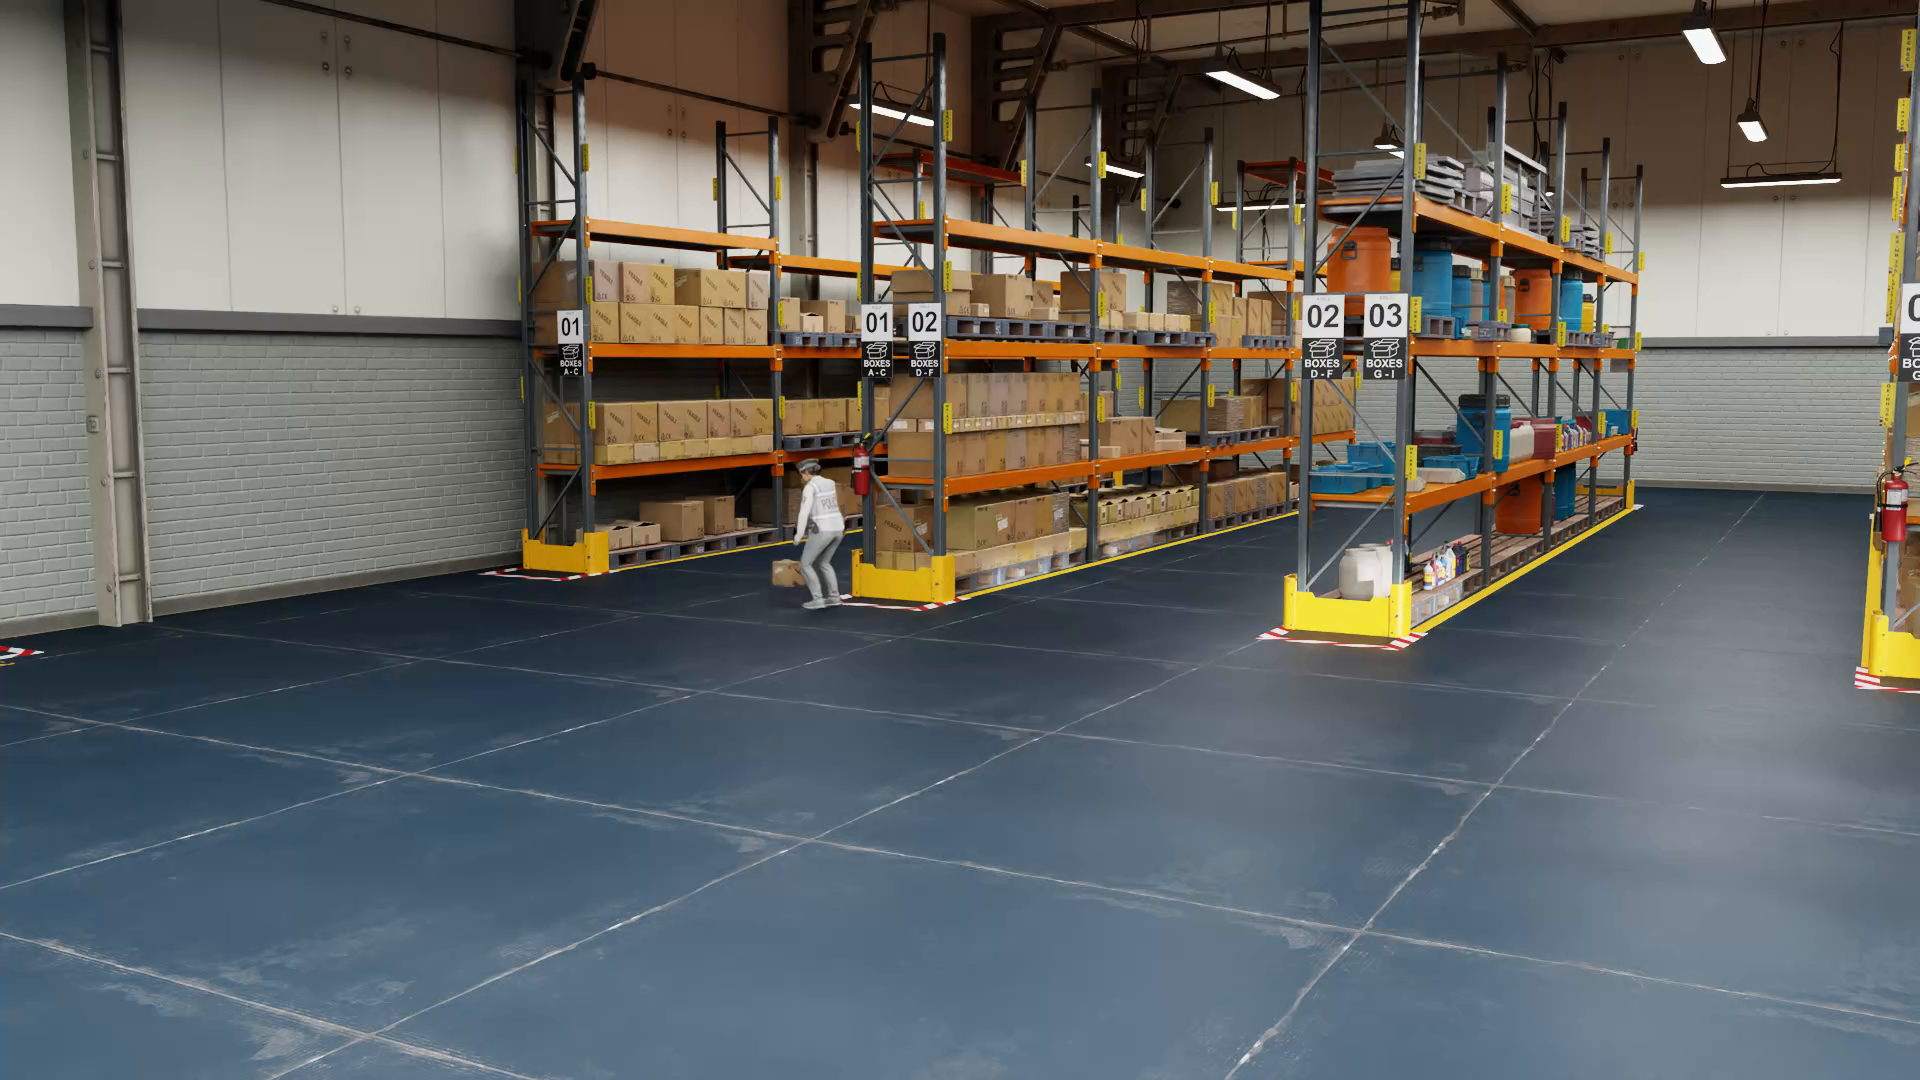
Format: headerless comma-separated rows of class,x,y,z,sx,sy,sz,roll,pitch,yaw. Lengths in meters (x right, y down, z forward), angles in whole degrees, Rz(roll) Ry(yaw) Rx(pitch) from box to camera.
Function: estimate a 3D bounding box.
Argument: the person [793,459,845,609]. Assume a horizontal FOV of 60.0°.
person,-1.495,-0.068,17.484,0.522,1.576,0.516,5,8,37
